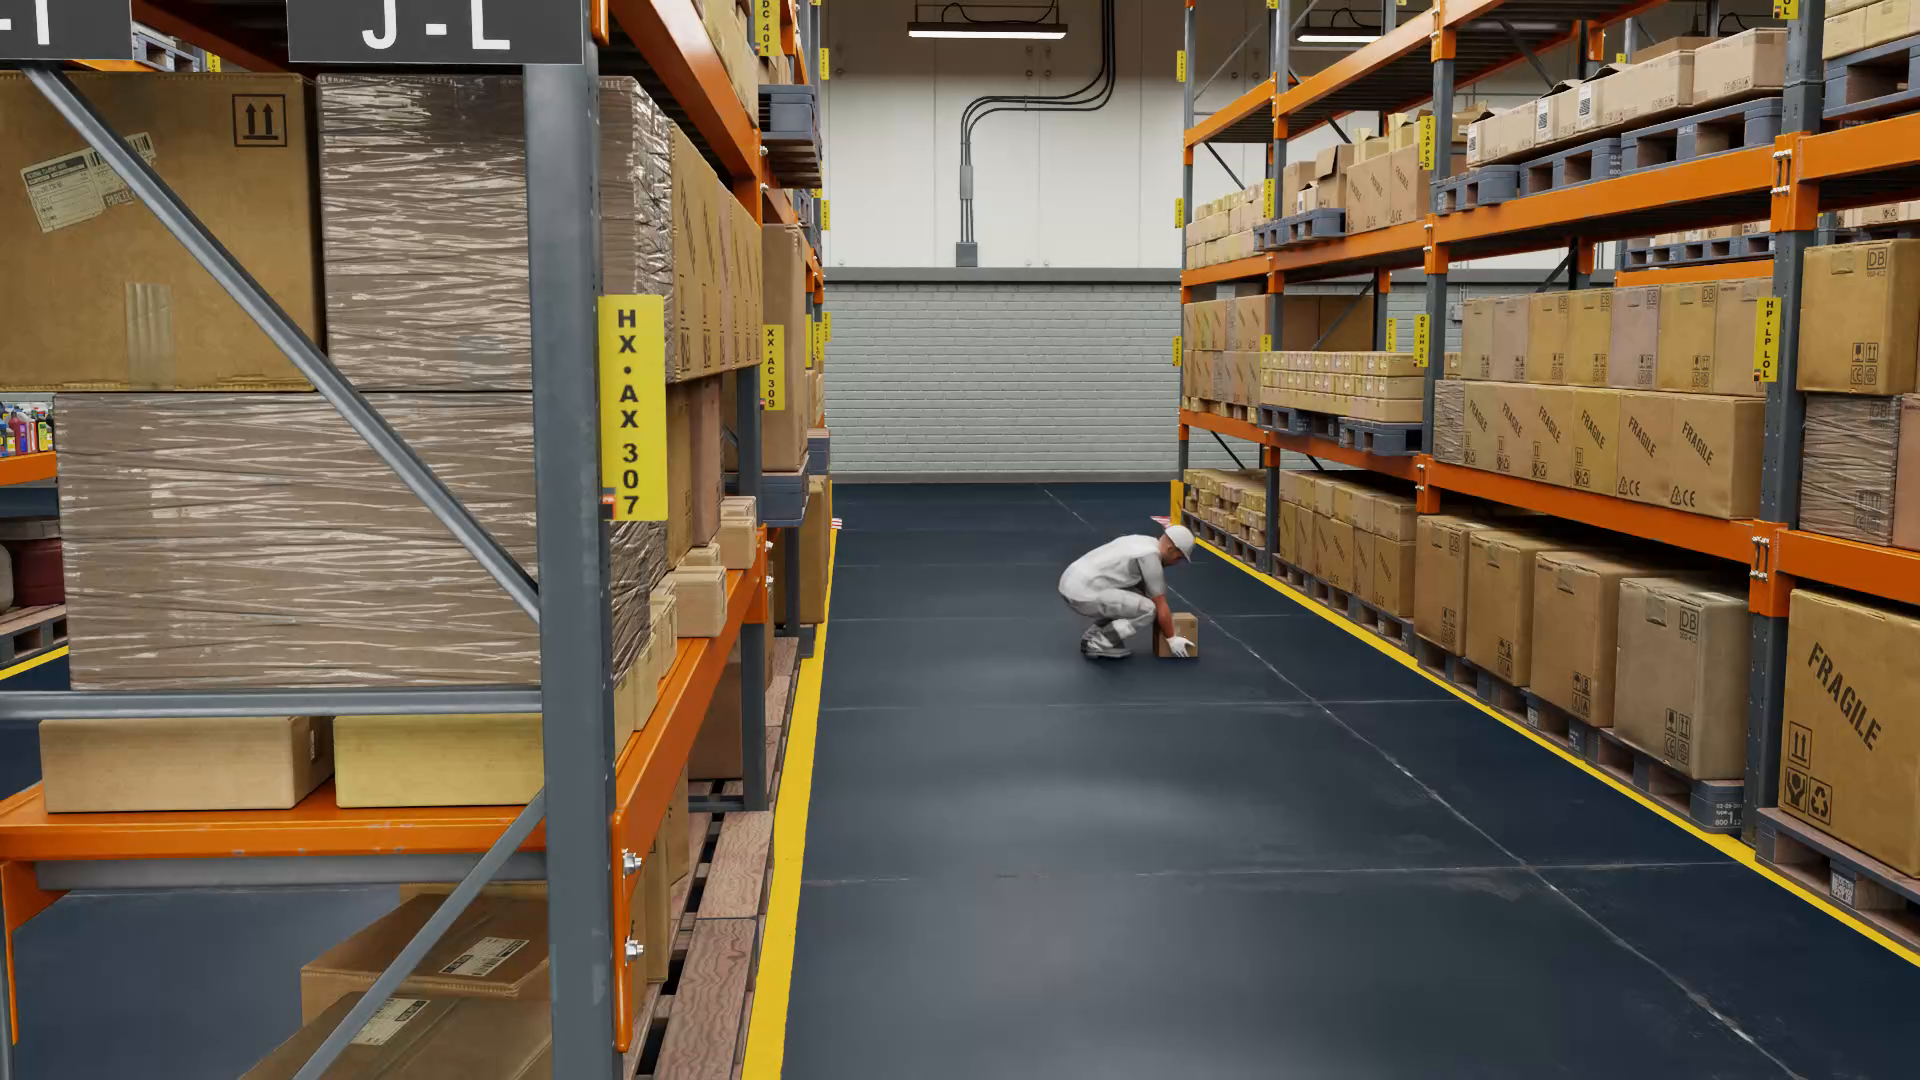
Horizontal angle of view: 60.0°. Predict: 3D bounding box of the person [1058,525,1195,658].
[{"bbox_3d":[1.093,0.349,10.876,0.895,0.880,0.555,0,7,-4],"label":"person"}]
